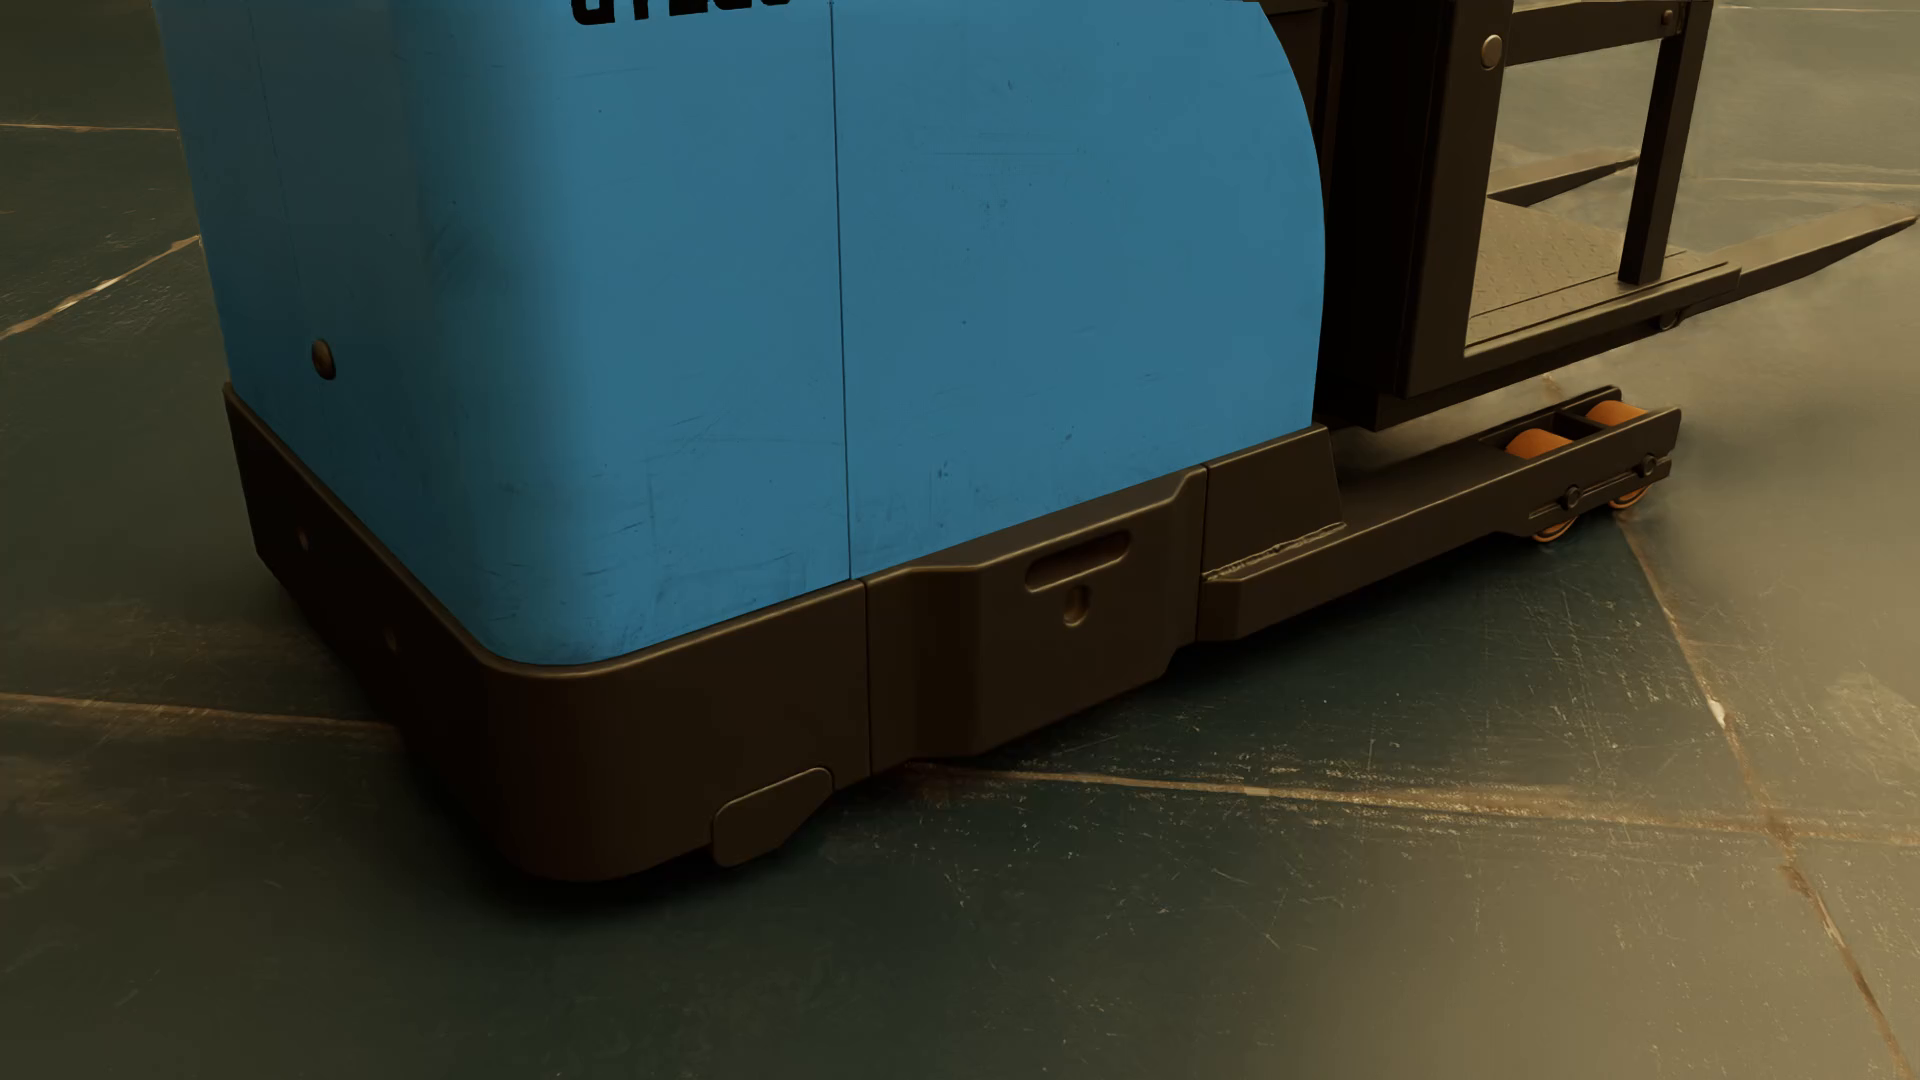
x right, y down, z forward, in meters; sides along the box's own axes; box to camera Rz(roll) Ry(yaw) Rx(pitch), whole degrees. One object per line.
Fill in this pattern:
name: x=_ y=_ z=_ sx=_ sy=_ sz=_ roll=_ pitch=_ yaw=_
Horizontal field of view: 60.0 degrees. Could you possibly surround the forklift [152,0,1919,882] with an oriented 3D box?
forklift: x=0.498 y=-1.479 z=2.181 sx=3.031 sy=2.935 sz=1.130 roll=-18 pitch=32 yaw=-32
